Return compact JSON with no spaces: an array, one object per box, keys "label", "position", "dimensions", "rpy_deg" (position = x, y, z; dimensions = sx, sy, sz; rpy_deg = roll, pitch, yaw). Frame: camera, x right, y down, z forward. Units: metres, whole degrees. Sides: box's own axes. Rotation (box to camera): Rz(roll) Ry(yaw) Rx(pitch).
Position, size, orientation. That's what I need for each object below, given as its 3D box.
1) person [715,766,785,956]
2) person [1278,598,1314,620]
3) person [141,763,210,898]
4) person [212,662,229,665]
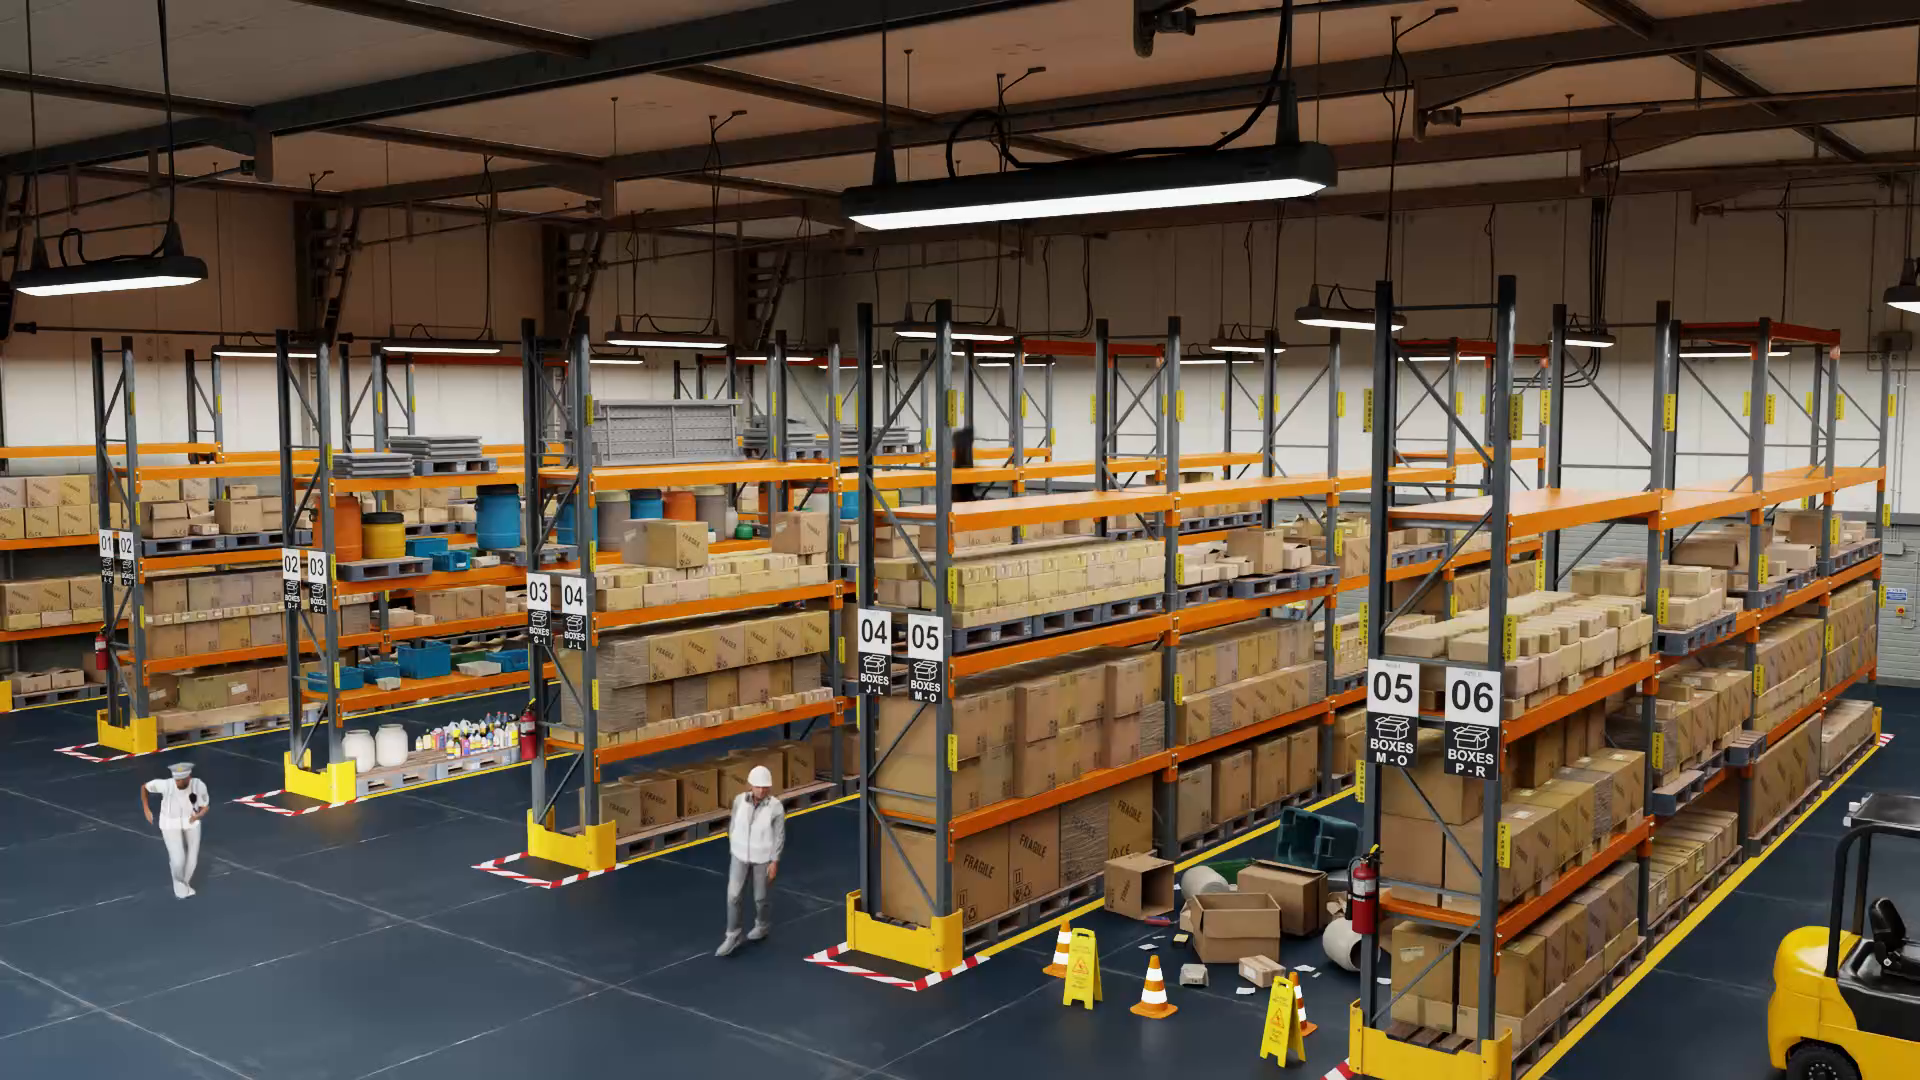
[{"label":"person","position":[-1.917,2.951,15.560],"dimensions":[0.628,1.767,0.659],"rpy_deg":[1,5,8]},{"label":"person","position":[6.793,1.374,33.711],"dimensions":[0.745,1.706,0.587],"rpy_deg":[2,5,19]},{"label":"person","position":[-7.936,2.949,16.850],"dimensions":[0.606,1.492,0.887],"rpy_deg":[-3,6,-30]},{"label":"person","position":[-12.113,1.969,27.131],"dimensions":[0.597,1.682,0.963],"rpy_deg":[4,6,35]}]
